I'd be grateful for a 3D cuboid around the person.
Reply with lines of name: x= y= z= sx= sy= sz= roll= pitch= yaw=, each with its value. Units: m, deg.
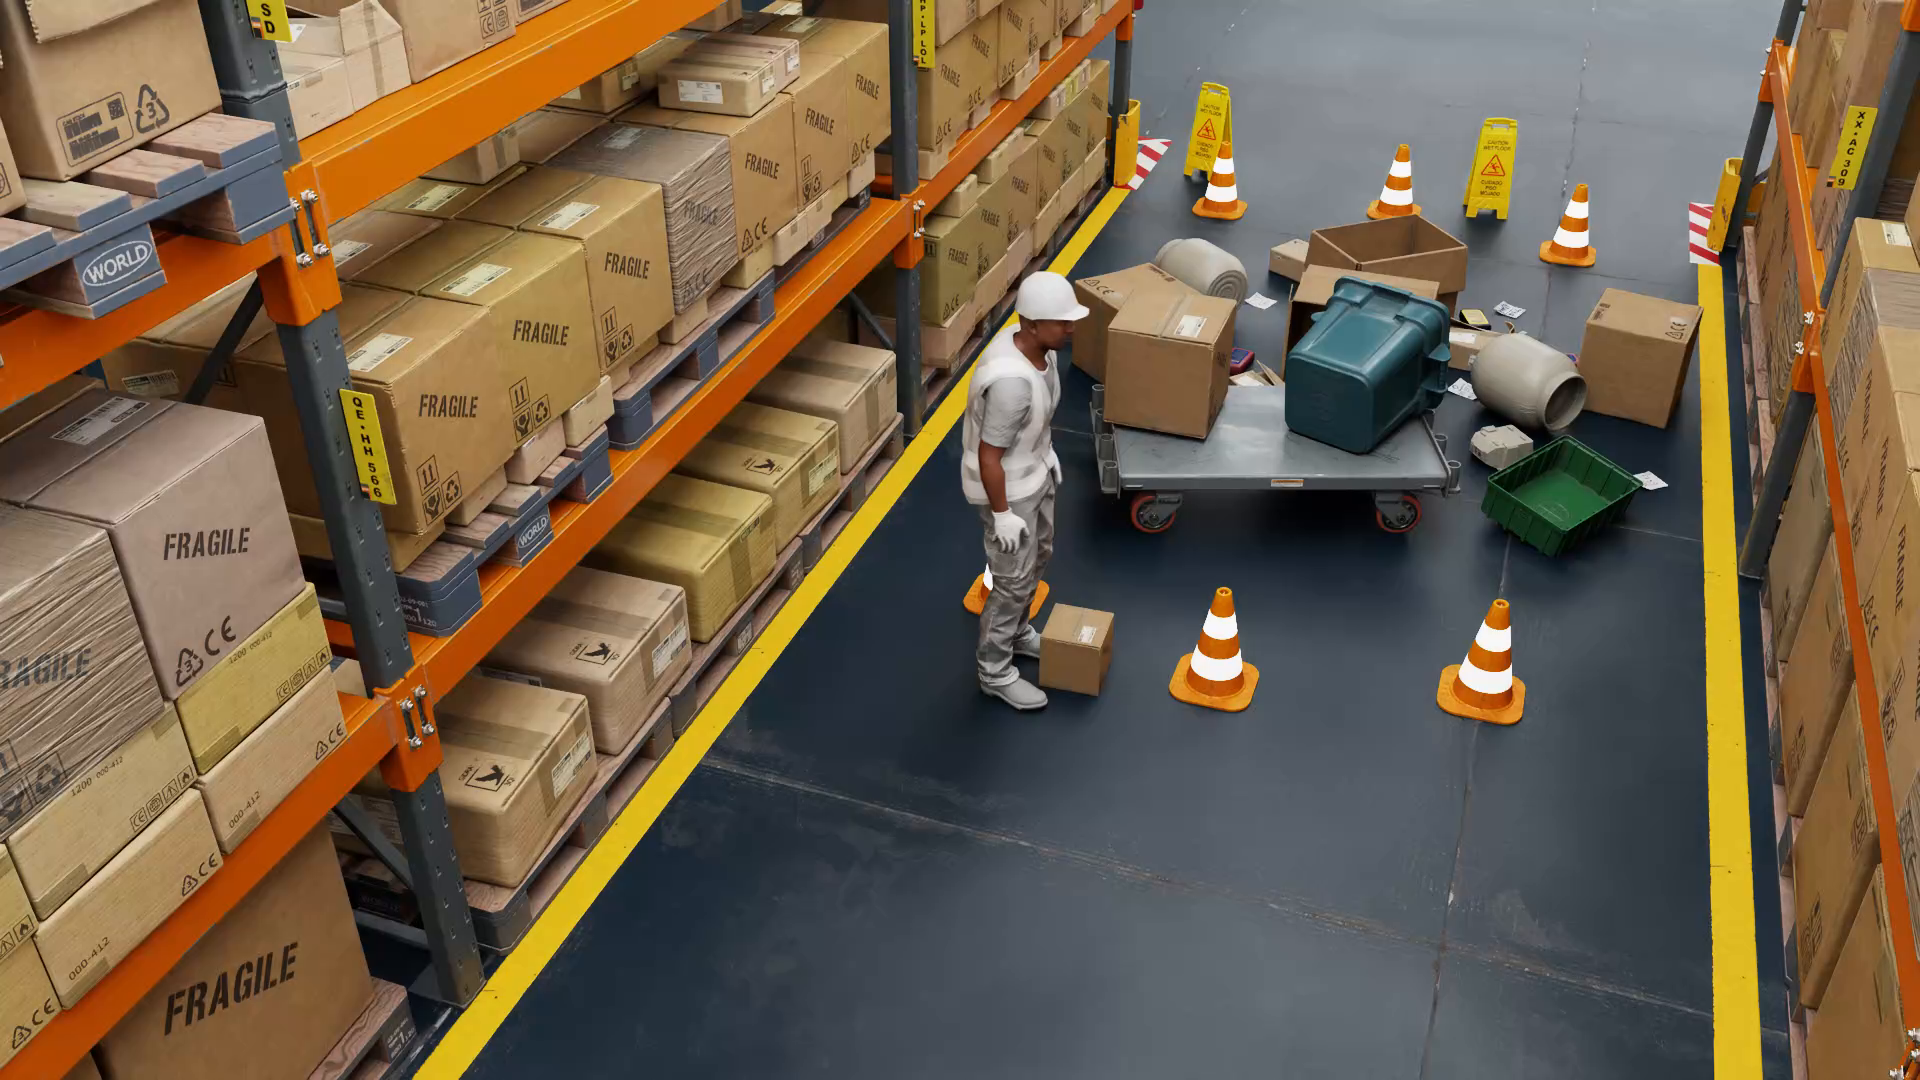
person: x=0.242 y=-0.208 z=6.450 sx=0.448 sy=1.774 sz=0.617 roll=10 pitch=34 yaw=16
